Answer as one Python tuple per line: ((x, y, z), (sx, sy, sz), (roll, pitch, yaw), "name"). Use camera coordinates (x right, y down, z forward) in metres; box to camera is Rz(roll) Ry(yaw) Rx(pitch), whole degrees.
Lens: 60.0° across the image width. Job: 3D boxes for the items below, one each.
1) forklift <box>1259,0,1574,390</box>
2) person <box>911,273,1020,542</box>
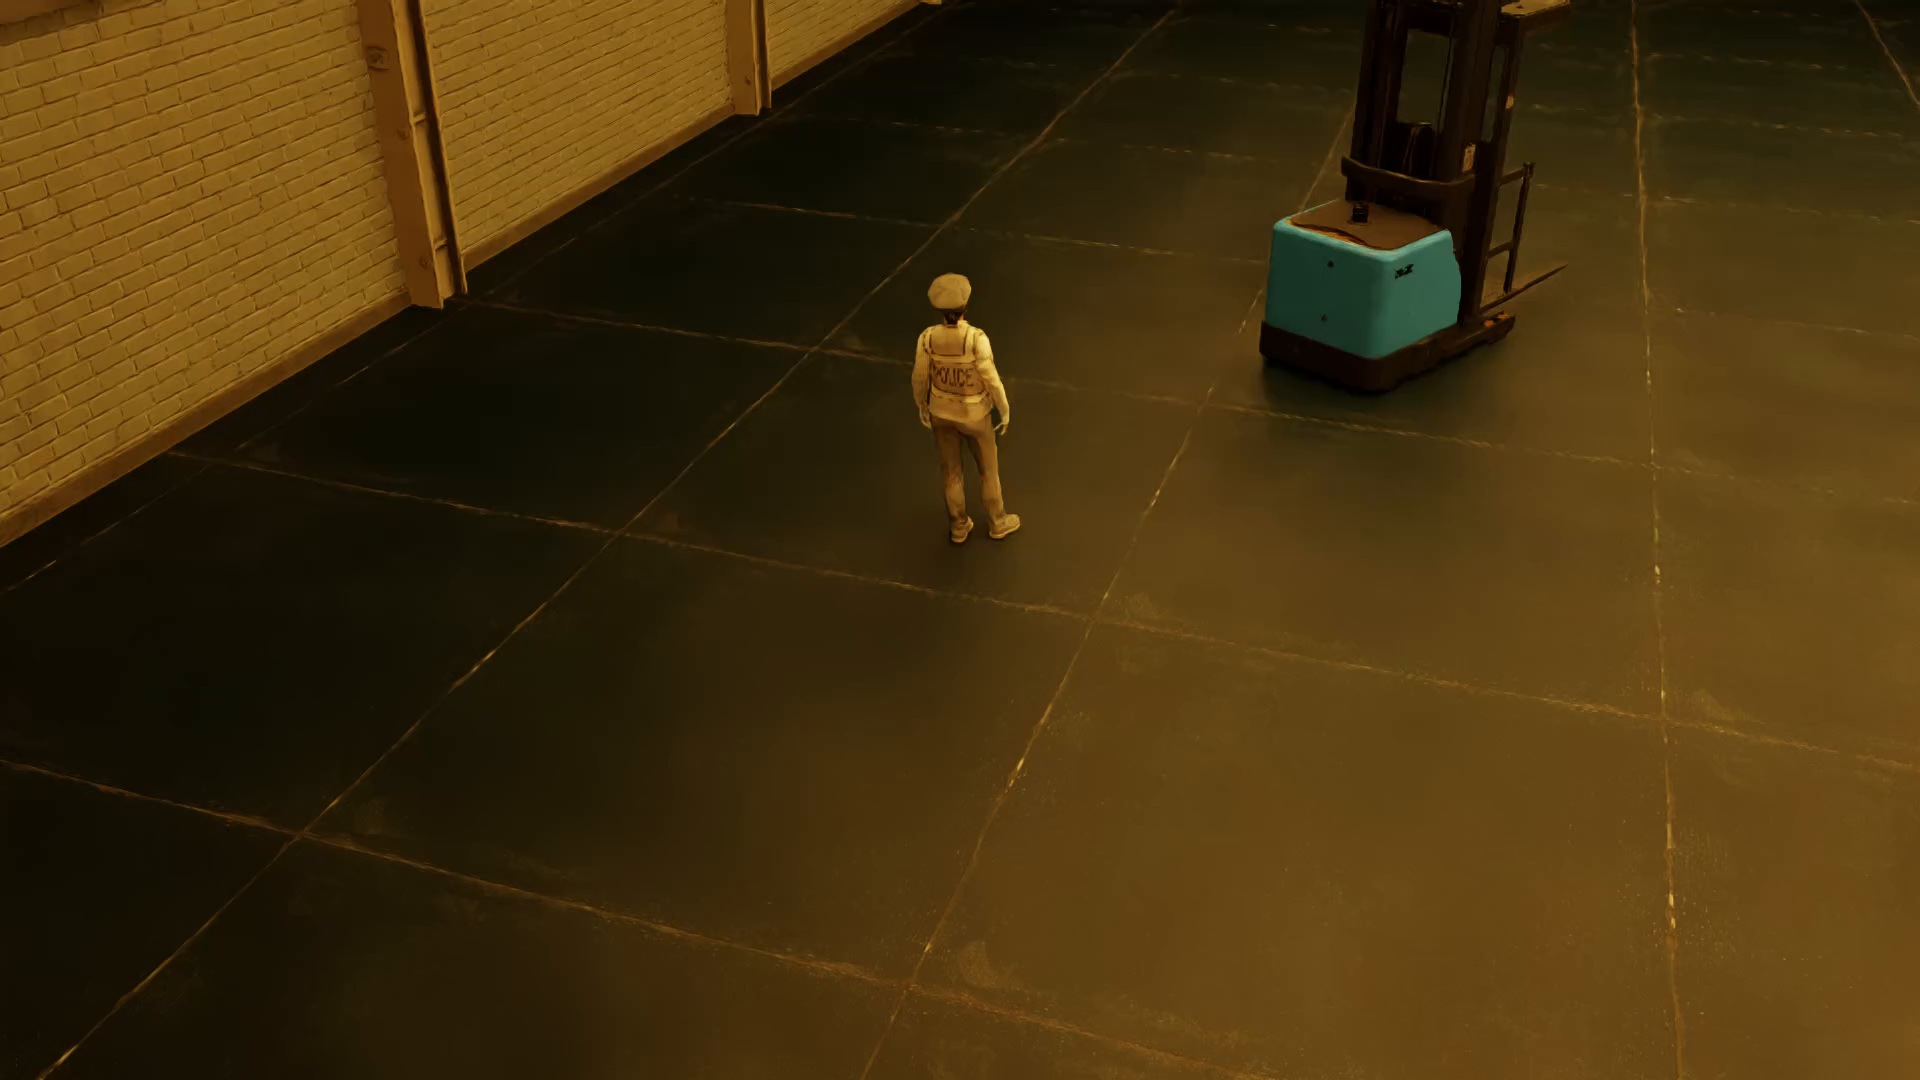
((3.653, -2.957, 12.323), (3.031, 2.935, 1.130), (-25, 38, -37), "forklift")
((0.029, -0.773, 9.726), (0.586, 1.695, 0.532), (10, 31, 16), "person")
